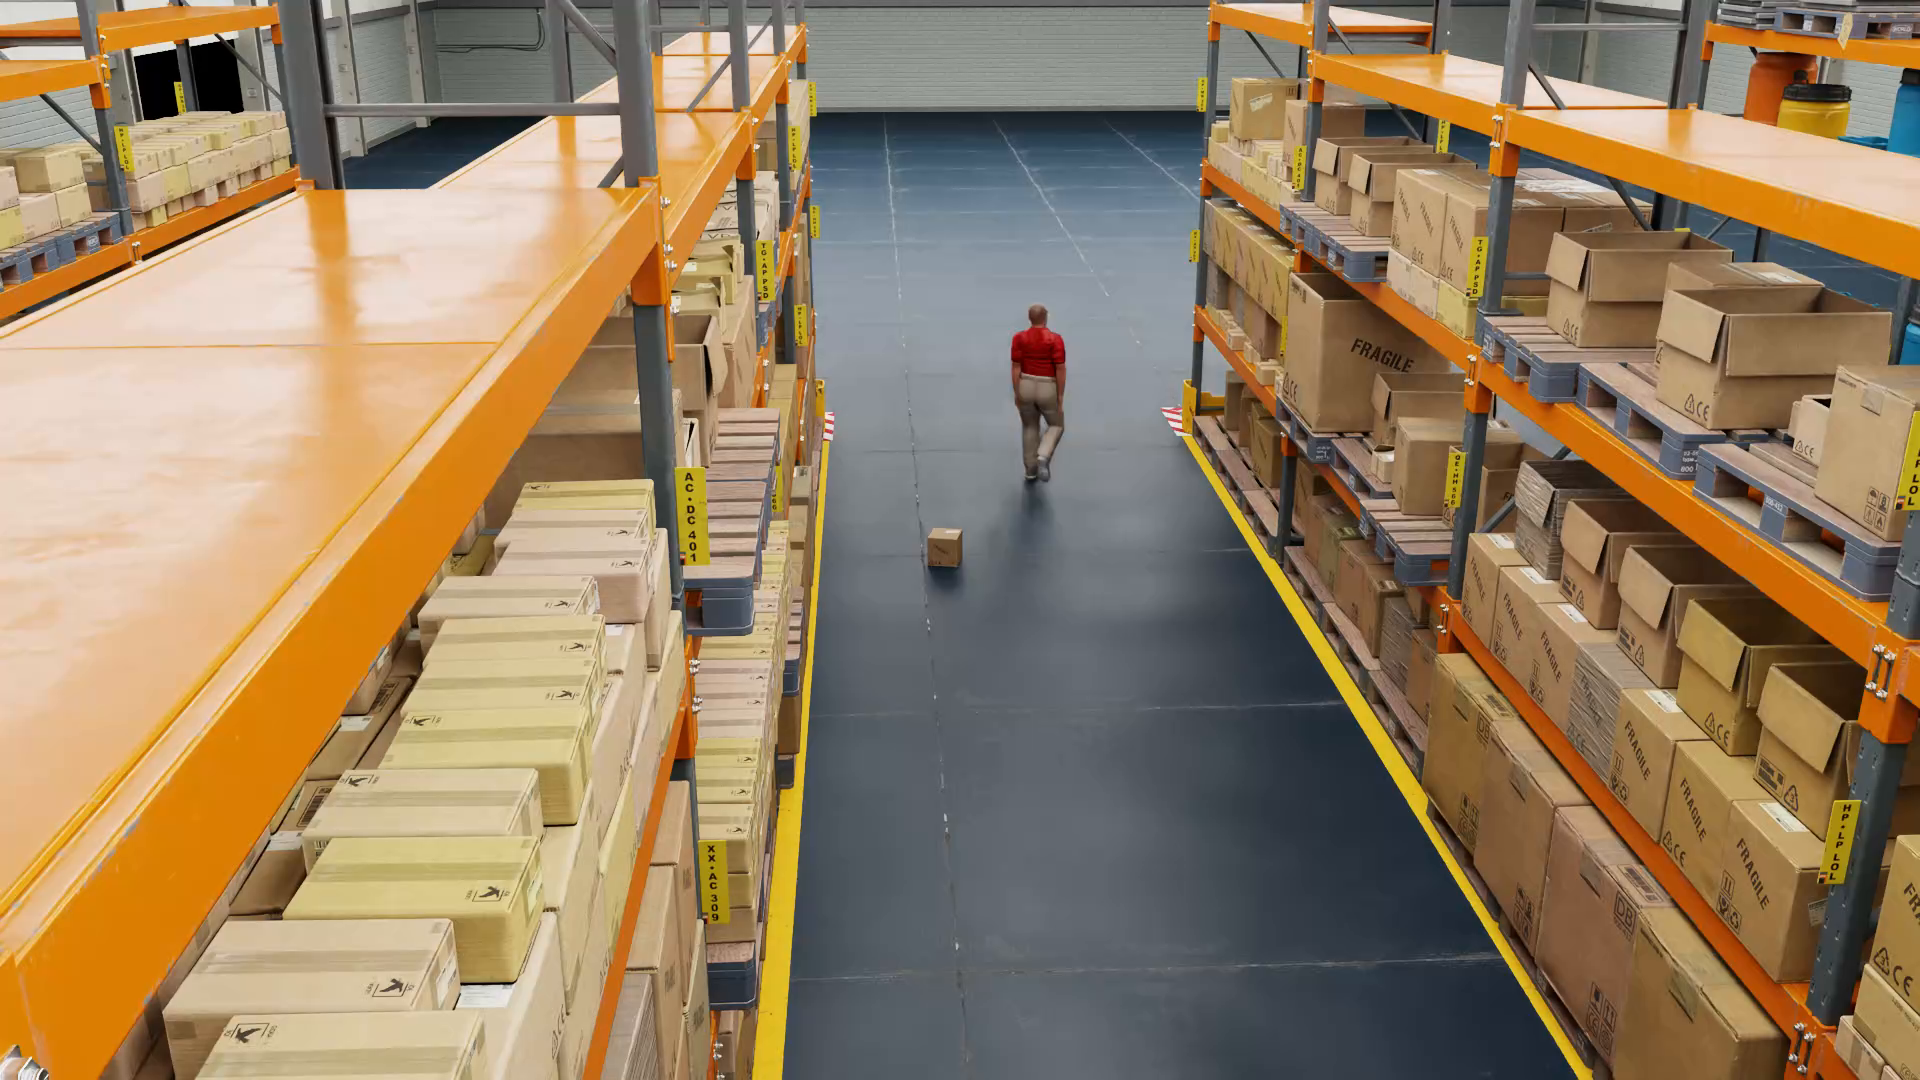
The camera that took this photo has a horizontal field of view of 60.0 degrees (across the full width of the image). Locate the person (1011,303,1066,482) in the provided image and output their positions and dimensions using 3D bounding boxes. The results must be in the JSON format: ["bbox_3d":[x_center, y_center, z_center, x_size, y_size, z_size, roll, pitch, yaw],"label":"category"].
[{"bbox_3d":[0.740,-1.348,15.659,0.534,1.634,0.588,6,21,15],"label":"person"}]
